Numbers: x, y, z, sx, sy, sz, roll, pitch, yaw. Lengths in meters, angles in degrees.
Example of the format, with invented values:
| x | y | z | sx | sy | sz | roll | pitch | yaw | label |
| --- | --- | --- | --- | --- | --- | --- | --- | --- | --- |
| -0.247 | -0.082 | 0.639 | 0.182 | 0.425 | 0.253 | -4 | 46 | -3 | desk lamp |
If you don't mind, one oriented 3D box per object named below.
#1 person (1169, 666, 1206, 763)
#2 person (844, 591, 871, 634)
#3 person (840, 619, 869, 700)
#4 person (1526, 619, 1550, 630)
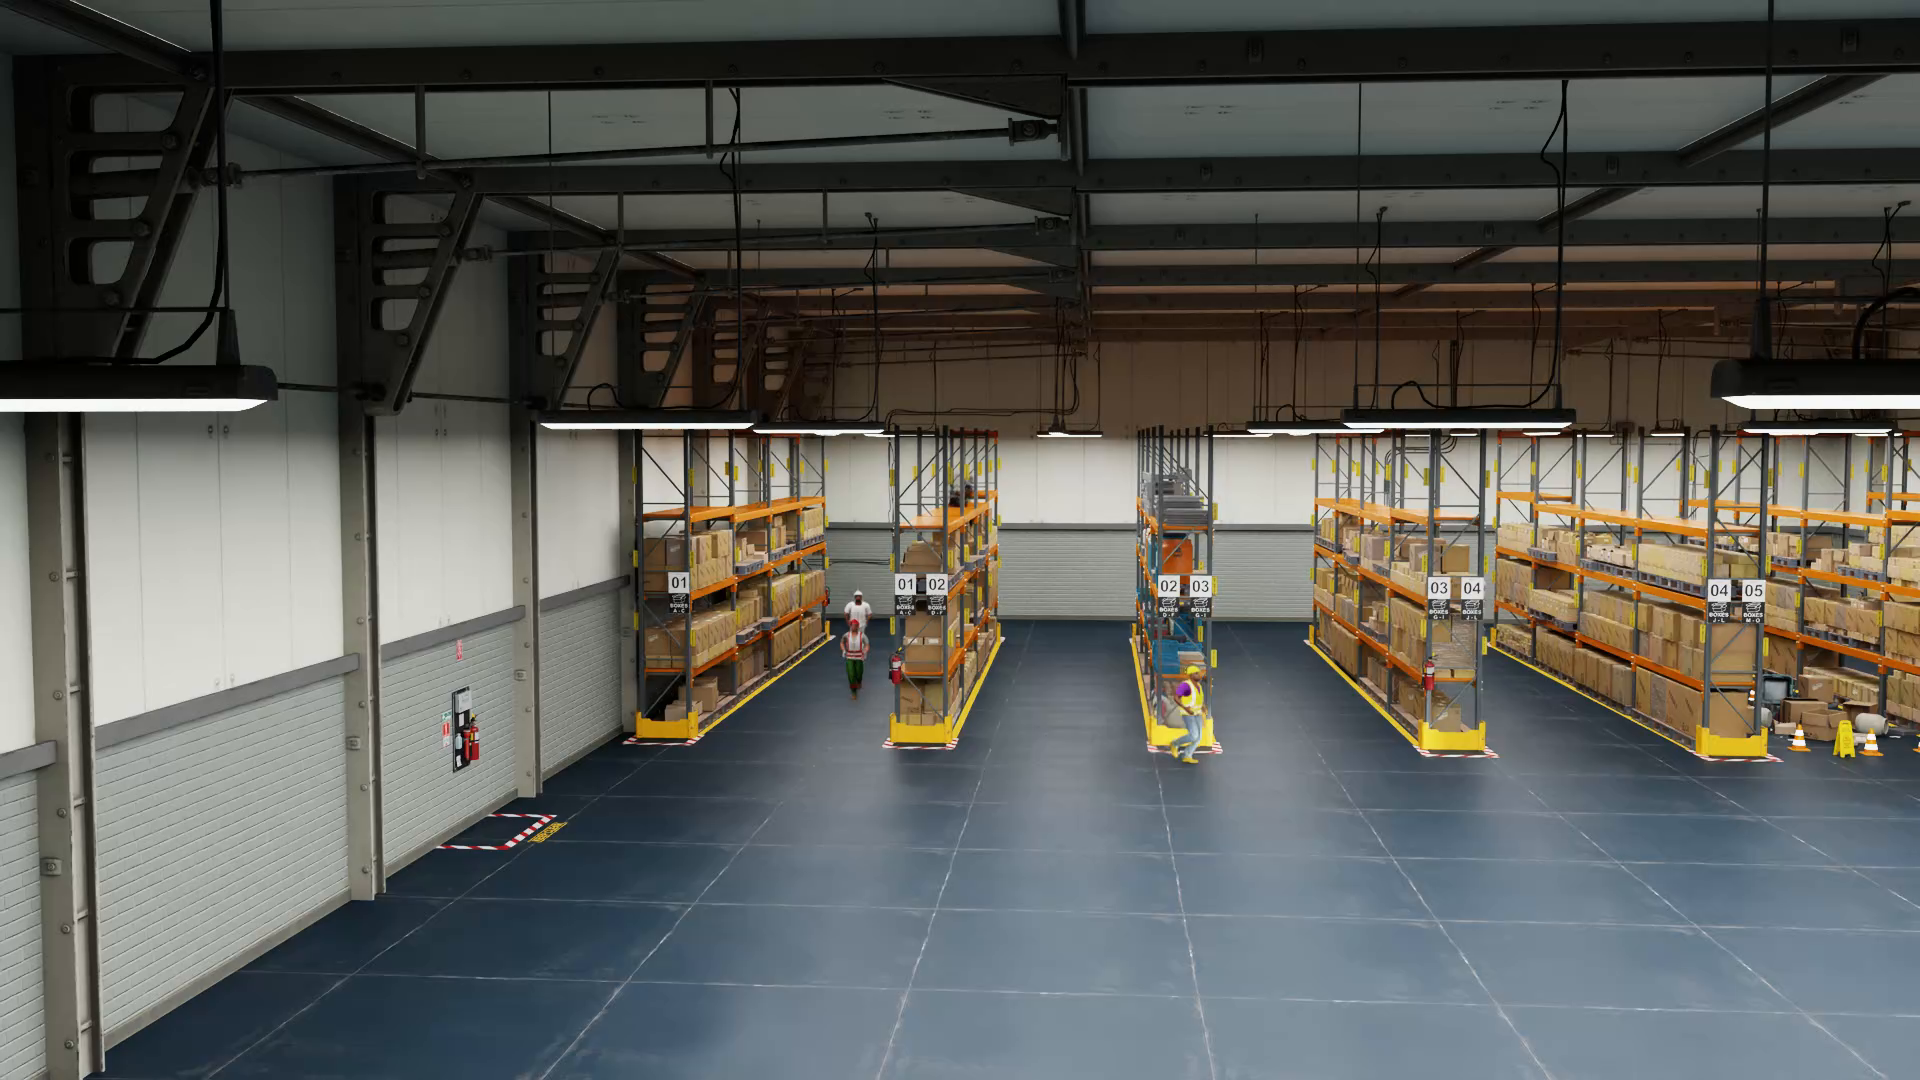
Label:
| x | y | z | sx | sy | sz | roll | pitch | yaw | label |
| --- | --- | --- | --- | --- | --- | --- | --- | --- | --- |
| 4.089 | 3.091 | 29.593 | 0.561 | 1.713 | 0.731 | 3 | 5 | 42 | person |
| -2.505 | 2.120 | 40.780 | 0.676 | 1.747 | 0.534 | 0 | 3 | -5 | person |
| -2.330 | 2.623 | 36.666 | 0.655 | 1.757 | 0.749 | 0 | 3 | 0 | person |
| 16.501 | 2.044 | 47.425 | 0.837 | 1.708 | 0.551 | 0 | 3 | 6 | person |
